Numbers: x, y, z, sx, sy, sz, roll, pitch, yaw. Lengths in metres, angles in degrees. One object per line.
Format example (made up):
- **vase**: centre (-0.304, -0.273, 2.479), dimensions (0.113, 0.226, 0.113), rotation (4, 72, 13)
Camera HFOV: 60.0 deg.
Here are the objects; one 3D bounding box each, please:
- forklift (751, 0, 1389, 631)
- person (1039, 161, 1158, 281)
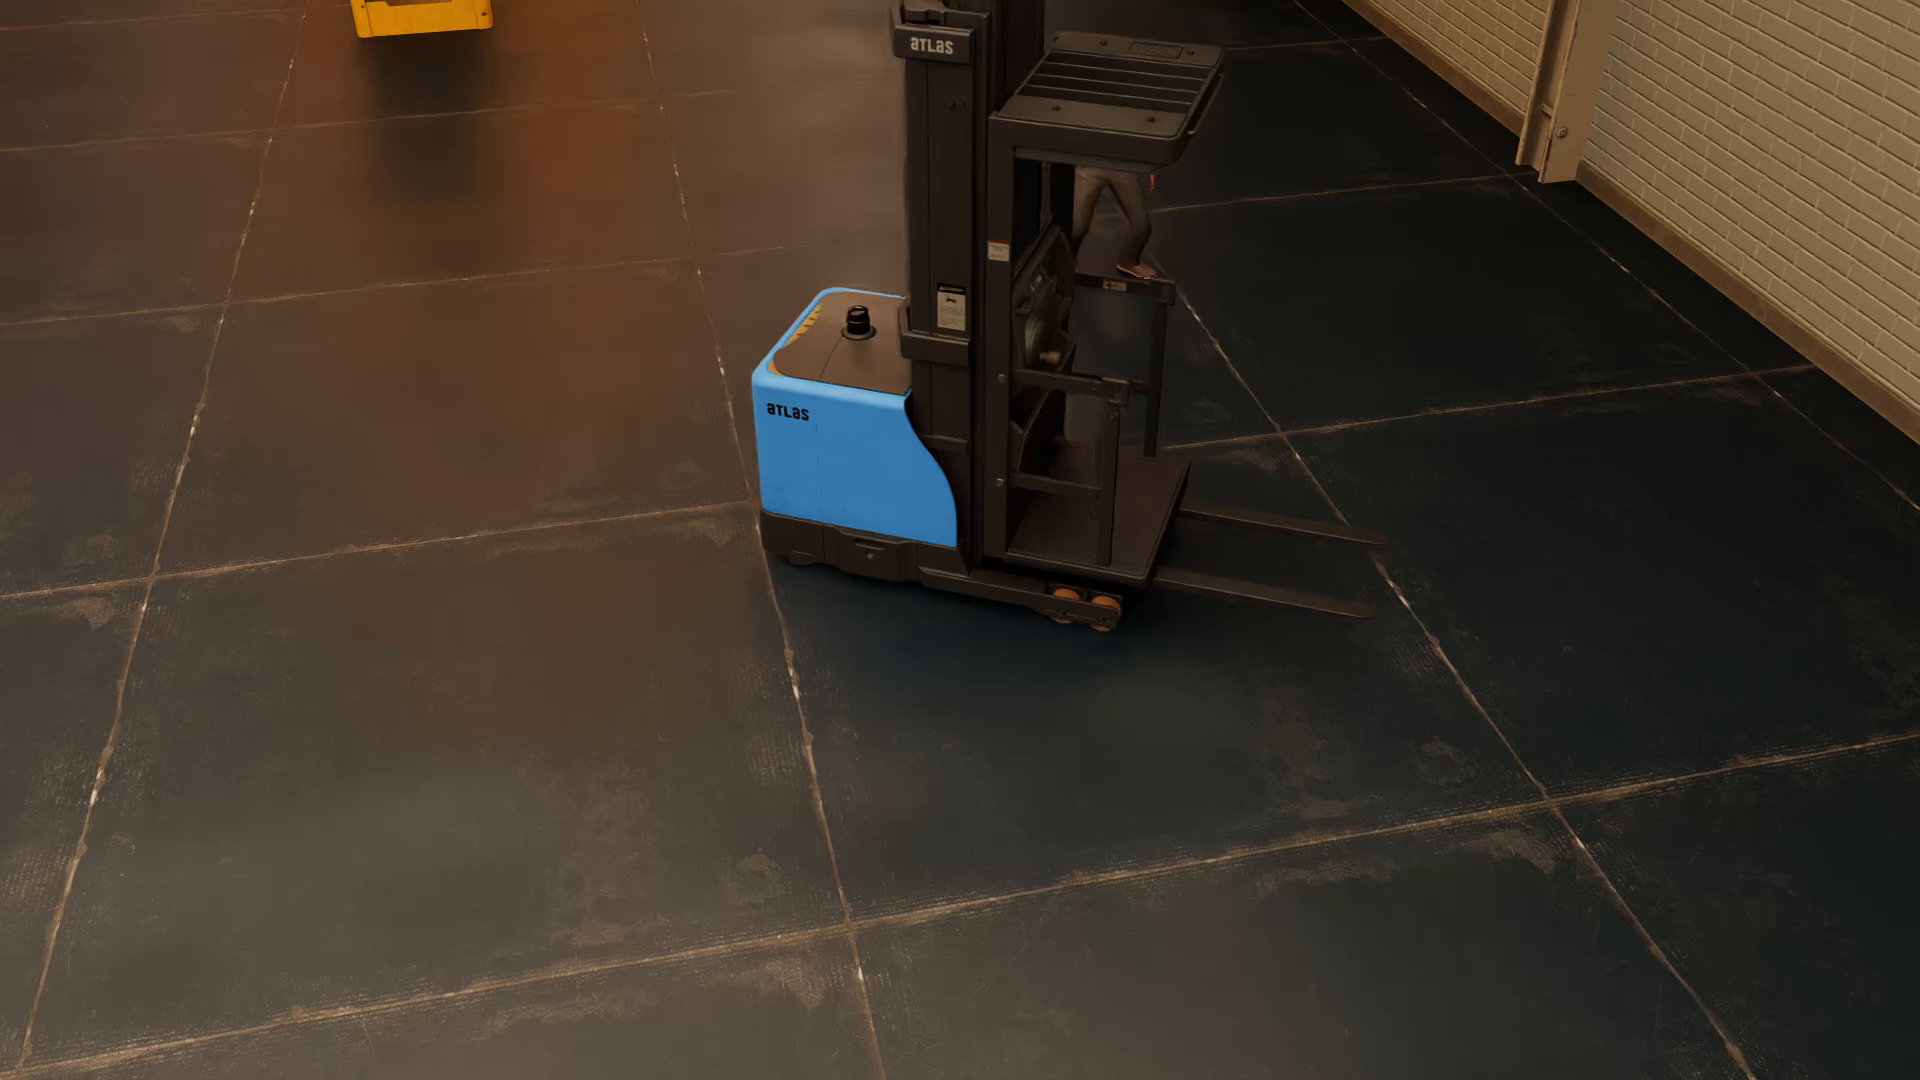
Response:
- **forklift**: centre (0.570, -1.103, 7.583), dimensions (3.031, 2.935, 1.130), rotation (11, 37, 14)
- **person**: centre (0.889, -2.380, 10.538), dimensions (0.817, 1.606, 0.470), rotation (-3, 36, -4)
